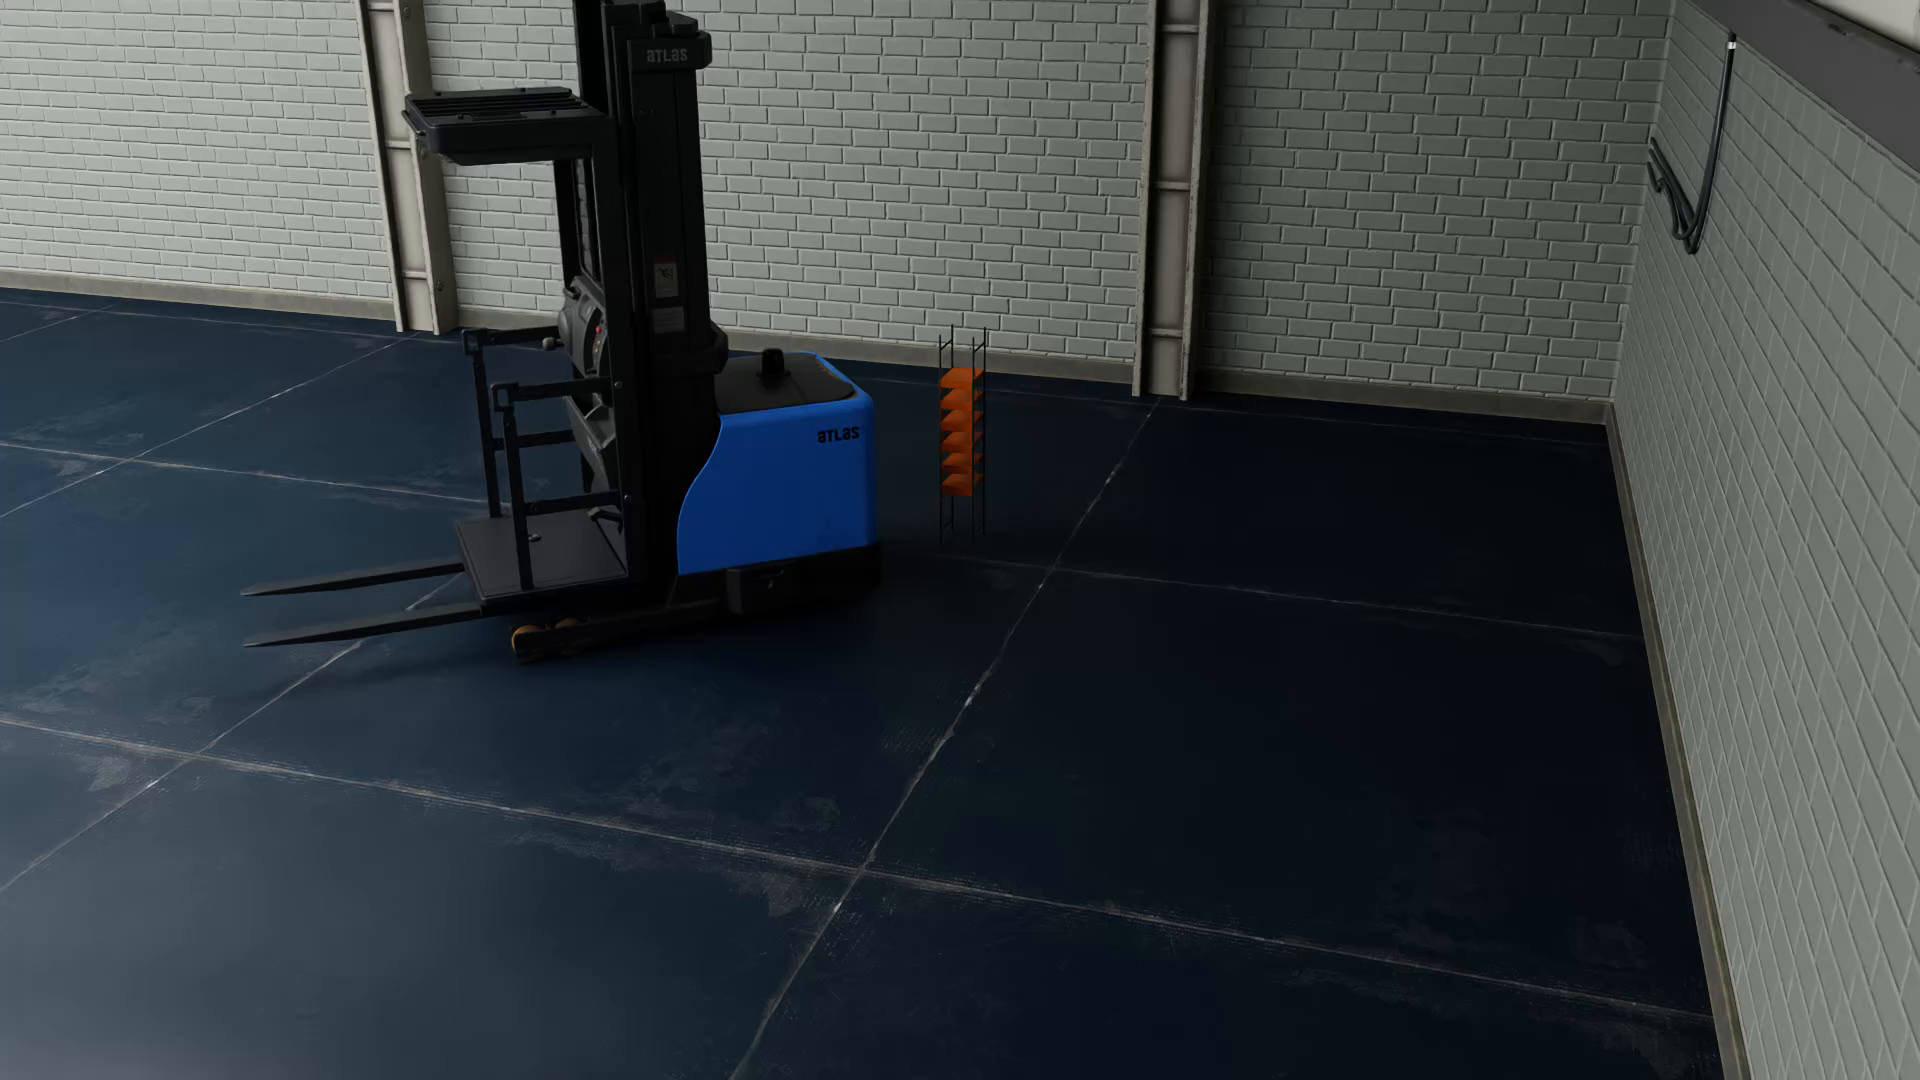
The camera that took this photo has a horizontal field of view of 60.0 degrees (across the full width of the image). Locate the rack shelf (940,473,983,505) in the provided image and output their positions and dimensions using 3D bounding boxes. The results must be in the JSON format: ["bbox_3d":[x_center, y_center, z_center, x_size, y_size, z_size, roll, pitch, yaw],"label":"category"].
[{"bbox_3d":[0.014,-0.290,9.146,0.180,0.103,0.258,7,23,15],"label":"rack shelf"}]

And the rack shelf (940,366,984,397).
[{"bbox_3d":[0.014,-0.845,8.919,0.180,0.103,0.258,7,23,15],"label":"rack shelf"}]

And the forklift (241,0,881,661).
[{"bbox_3d":[-1.972,-1.010,7.871,3.031,2.935,1.130,-9,24,-21],"label":"forklift"}]

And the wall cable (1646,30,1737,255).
[{"bbox_3d":[3.889,-2.978,8.764,0.112,2.526,3.097,7,23,16],"label":"wall cable"}]

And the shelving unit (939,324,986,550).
[{"bbox_3d":[0.014,-0.554,9.038,0.189,1.200,0.258,7,23,15],"label":"shelving unit"}]

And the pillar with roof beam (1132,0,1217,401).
[{"bbox_3d":[0.207,-3.654,6.320,0.400,9.000,9.100,7,23,16],"label":"pillar with roof beam"}]

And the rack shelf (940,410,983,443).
[{"bbox_3d":[0.014,-0.623,9.010,0.180,0.103,0.258,7,23,15],"label":"rack shelf"}]

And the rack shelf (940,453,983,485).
[{"bbox_3d":[0.014,-0.401,9.101,0.180,0.103,0.258,7,23,15],"label":"rack shelf"}]

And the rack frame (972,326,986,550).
[{"bbox_3d":[0.101,-0.543,9.014,0.006,1.200,0.240,7,23,15],"label":"rack frame"}]

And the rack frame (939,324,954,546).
[{"bbox_3d":[-0.074,-0.564,9.063,0.006,1.200,0.240,7,23,15],"label":"rack frame"}]

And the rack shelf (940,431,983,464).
[{"bbox_3d":[0.014,-0.512,9.055,0.180,0.103,0.258,7,23,15],"label":"rack shelf"}]

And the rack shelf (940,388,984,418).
[{"bbox_3d":[0.014,-0.734,8.964,0.180,0.103,0.258,7,23,15],"label":"rack shelf"}]

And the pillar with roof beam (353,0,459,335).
[{"bbox_3d":[-5.537,-4.312,7.924,0.400,9.000,9.100,7,23,16],"label":"pillar with roof beam"}]
